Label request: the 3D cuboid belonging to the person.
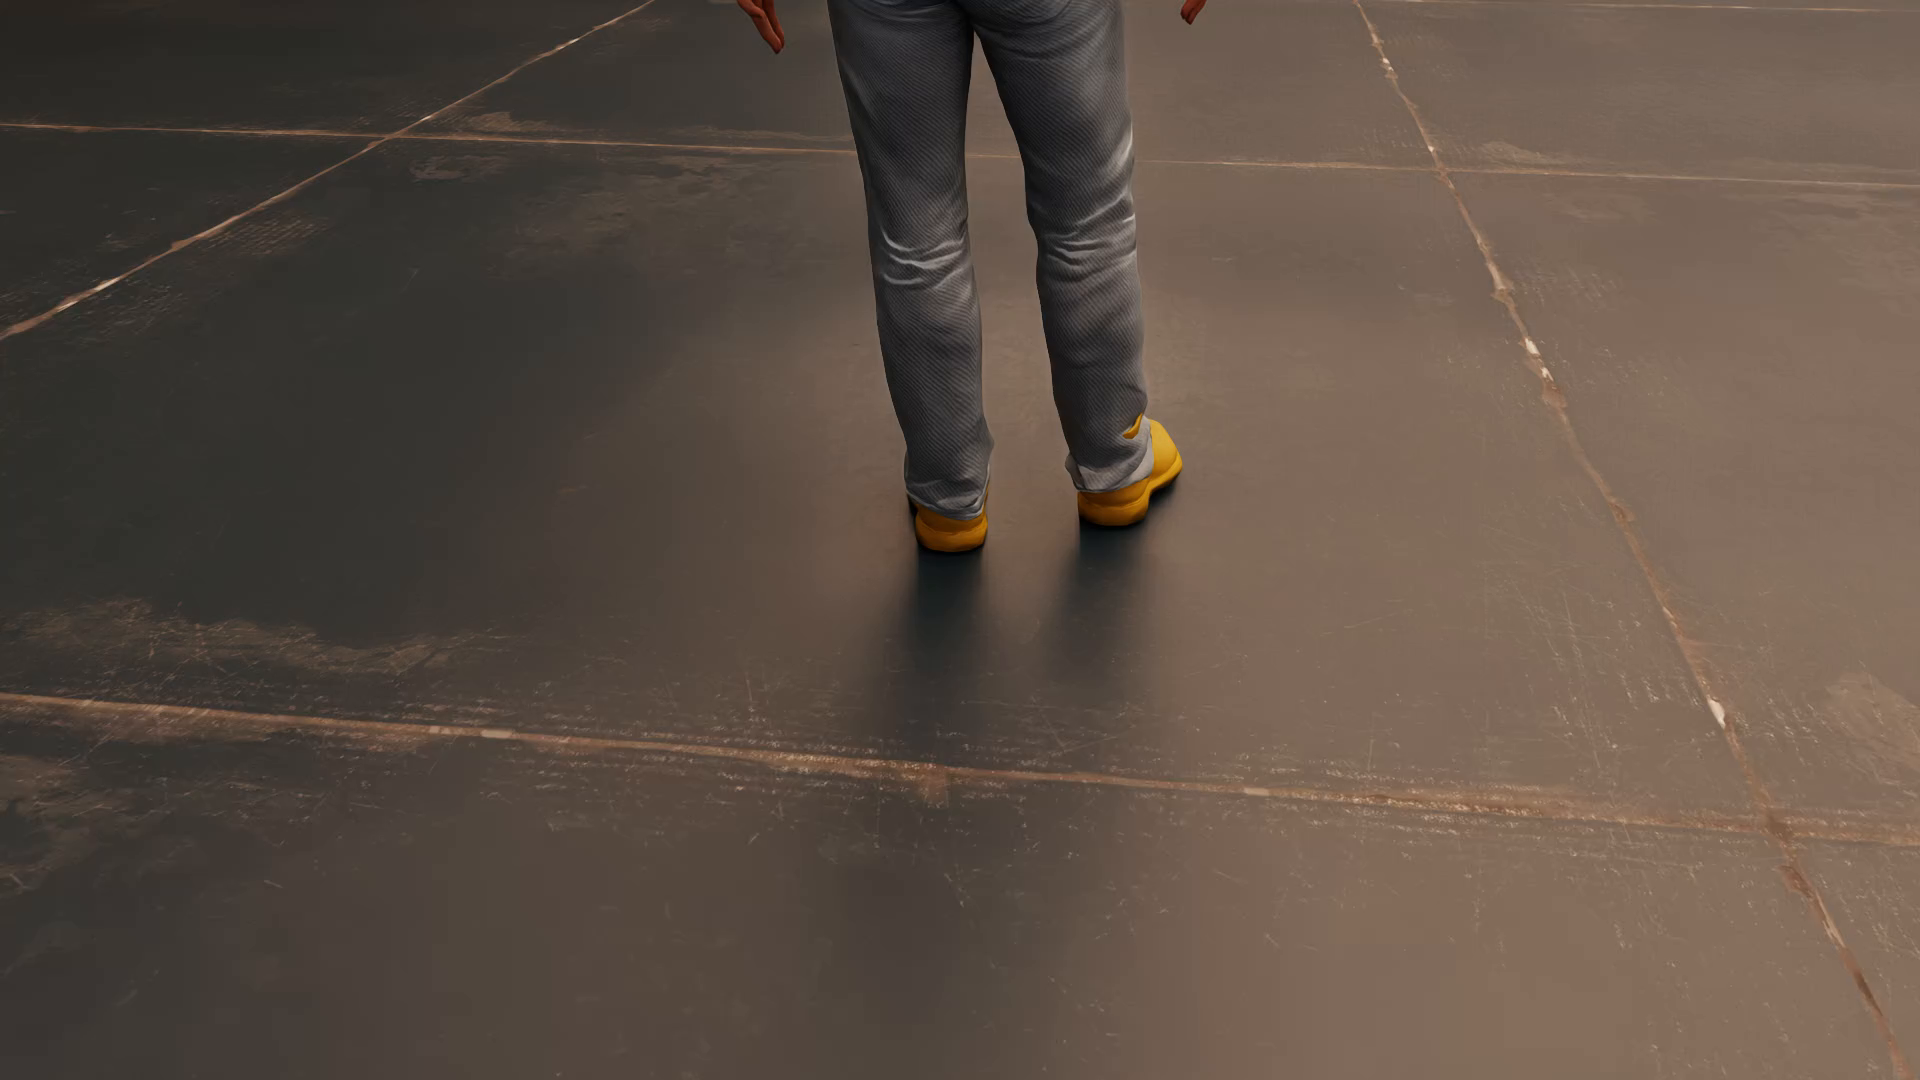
[{"bbox_3d":[0.015,-0.824,2.165,0.665,1.760,0.576,3,27,7],"label":"person"}]
